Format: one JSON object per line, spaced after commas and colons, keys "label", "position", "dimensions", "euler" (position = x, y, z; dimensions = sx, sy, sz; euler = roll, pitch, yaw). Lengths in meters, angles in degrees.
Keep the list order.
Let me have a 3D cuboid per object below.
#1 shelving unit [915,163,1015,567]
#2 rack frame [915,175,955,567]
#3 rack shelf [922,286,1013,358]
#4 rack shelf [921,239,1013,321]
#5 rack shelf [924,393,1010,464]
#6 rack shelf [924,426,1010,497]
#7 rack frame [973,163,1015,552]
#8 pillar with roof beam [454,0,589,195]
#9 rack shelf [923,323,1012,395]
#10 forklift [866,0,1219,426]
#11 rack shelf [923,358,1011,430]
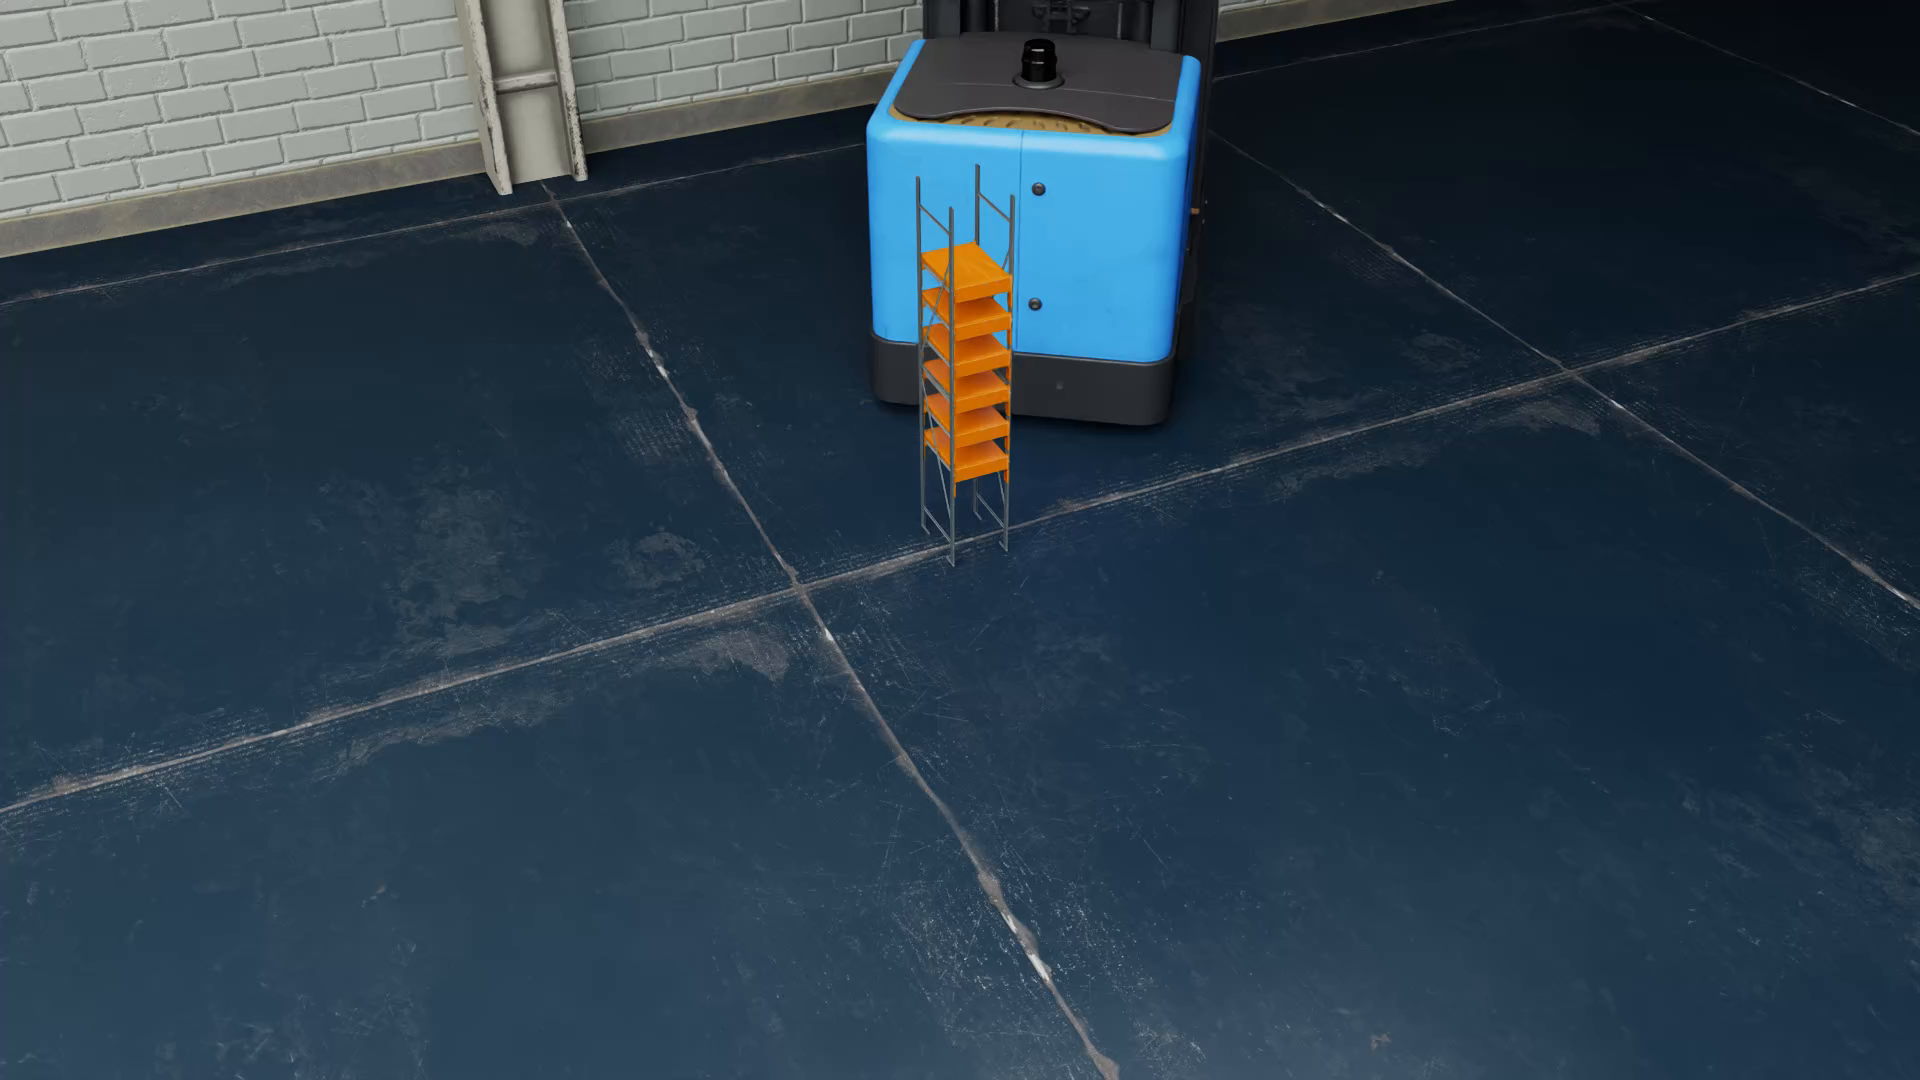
{"label": "shelving unit", "position": [0.013, -0.486, 4.898], "dimensions": [0.189, 1.200, 0.258], "euler": [-16, 39, -20]}
{"label": "rack frame", "position": [-0.070, -0.462, 4.866], "dimensions": [0.006, 1.200, 0.240], "euler": [-16, 39, -20]}
{"label": "rack shelf", "position": [0.013, -0.643, 4.781], "dimensions": [0.180, 0.103, 0.258], "euler": [-16, 39, -20]}
{"label": "rack shelf", "position": [0.013, -0.739, 4.710], "dimensions": [0.180, 0.103, 0.258], "euler": [-16, 39, -20]}
{"label": "rack shelf", "position": [0.013, -0.354, 4.995], "dimensions": [0.180, 0.103, 0.258], "euler": [-16, 39, -20]}
{"label": "rack shelf", "position": [0.013, -0.257, 5.067], "dimensions": [0.180, 0.103, 0.258], "euler": [-16, 39, -20]}
{"label": "rack frame", "position": [0.096, -0.509, 4.929], "dimensions": [0.006, 1.200, 0.240], "euler": [-16, 39, -20]}
{"label": "pillar with roof beam", "position": [-0.071, -2.936, 1.654], "dimensions": [0.400, 9.000, 9.100], "euler": [-16, 39, -20]}
{"label": "rack shelf", "position": [0.013, -0.546, 4.852], "dimensions": [0.180, 0.103, 0.258], "euler": [-16, 39, -20]}
{"label": "forklift", "position": [0.447, -2.439, 6.078], "dimensions": [1.130, 2.935, 3.031], "euler": [6, 37, 8]}
{"label": "rack shelf", "position": [0.013, -0.450, 4.924], "dimensions": [0.180, 0.103, 0.258], "euler": [-16, 39, -20]}
